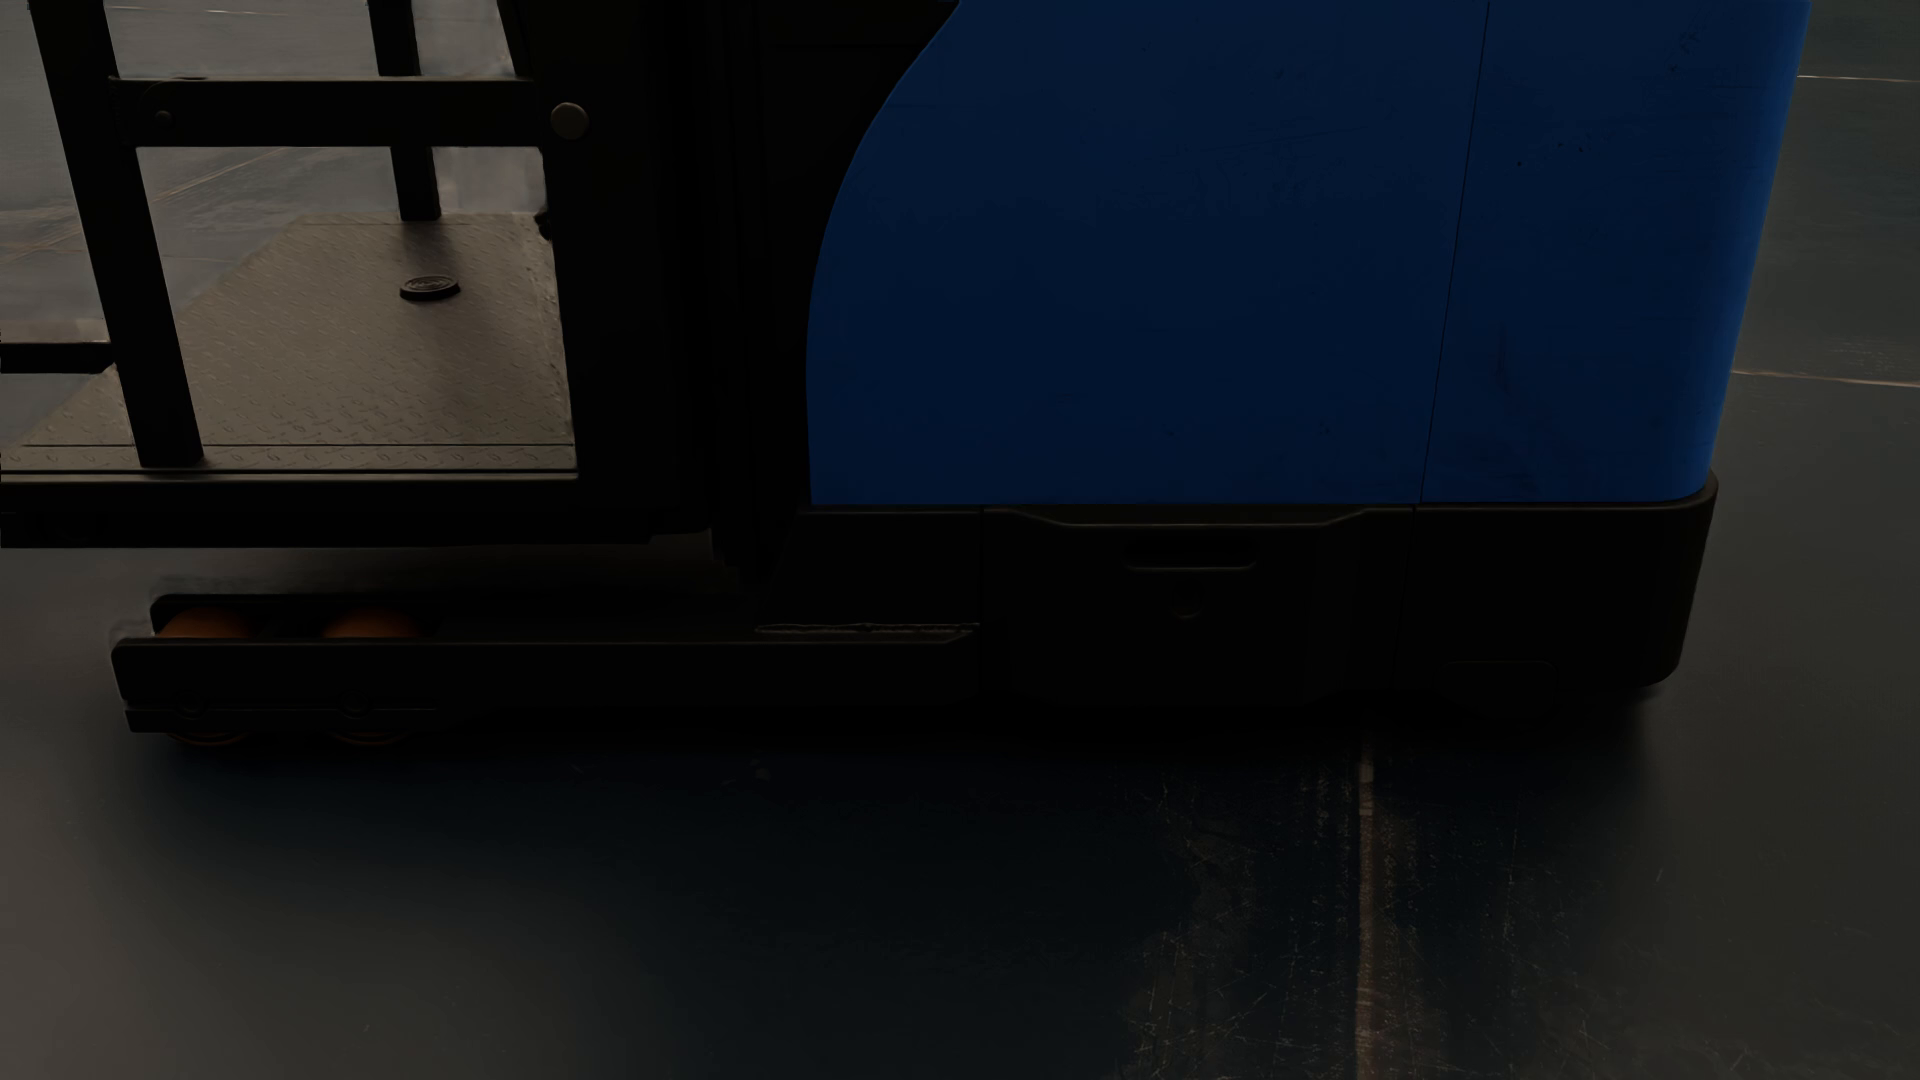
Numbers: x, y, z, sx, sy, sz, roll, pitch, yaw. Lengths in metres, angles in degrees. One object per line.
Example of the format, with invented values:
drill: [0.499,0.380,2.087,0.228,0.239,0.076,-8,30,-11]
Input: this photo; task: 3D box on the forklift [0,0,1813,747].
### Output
forklift: [-0.625,-1.298,1.820,3.031,2.935,1.130,0,27,0]
